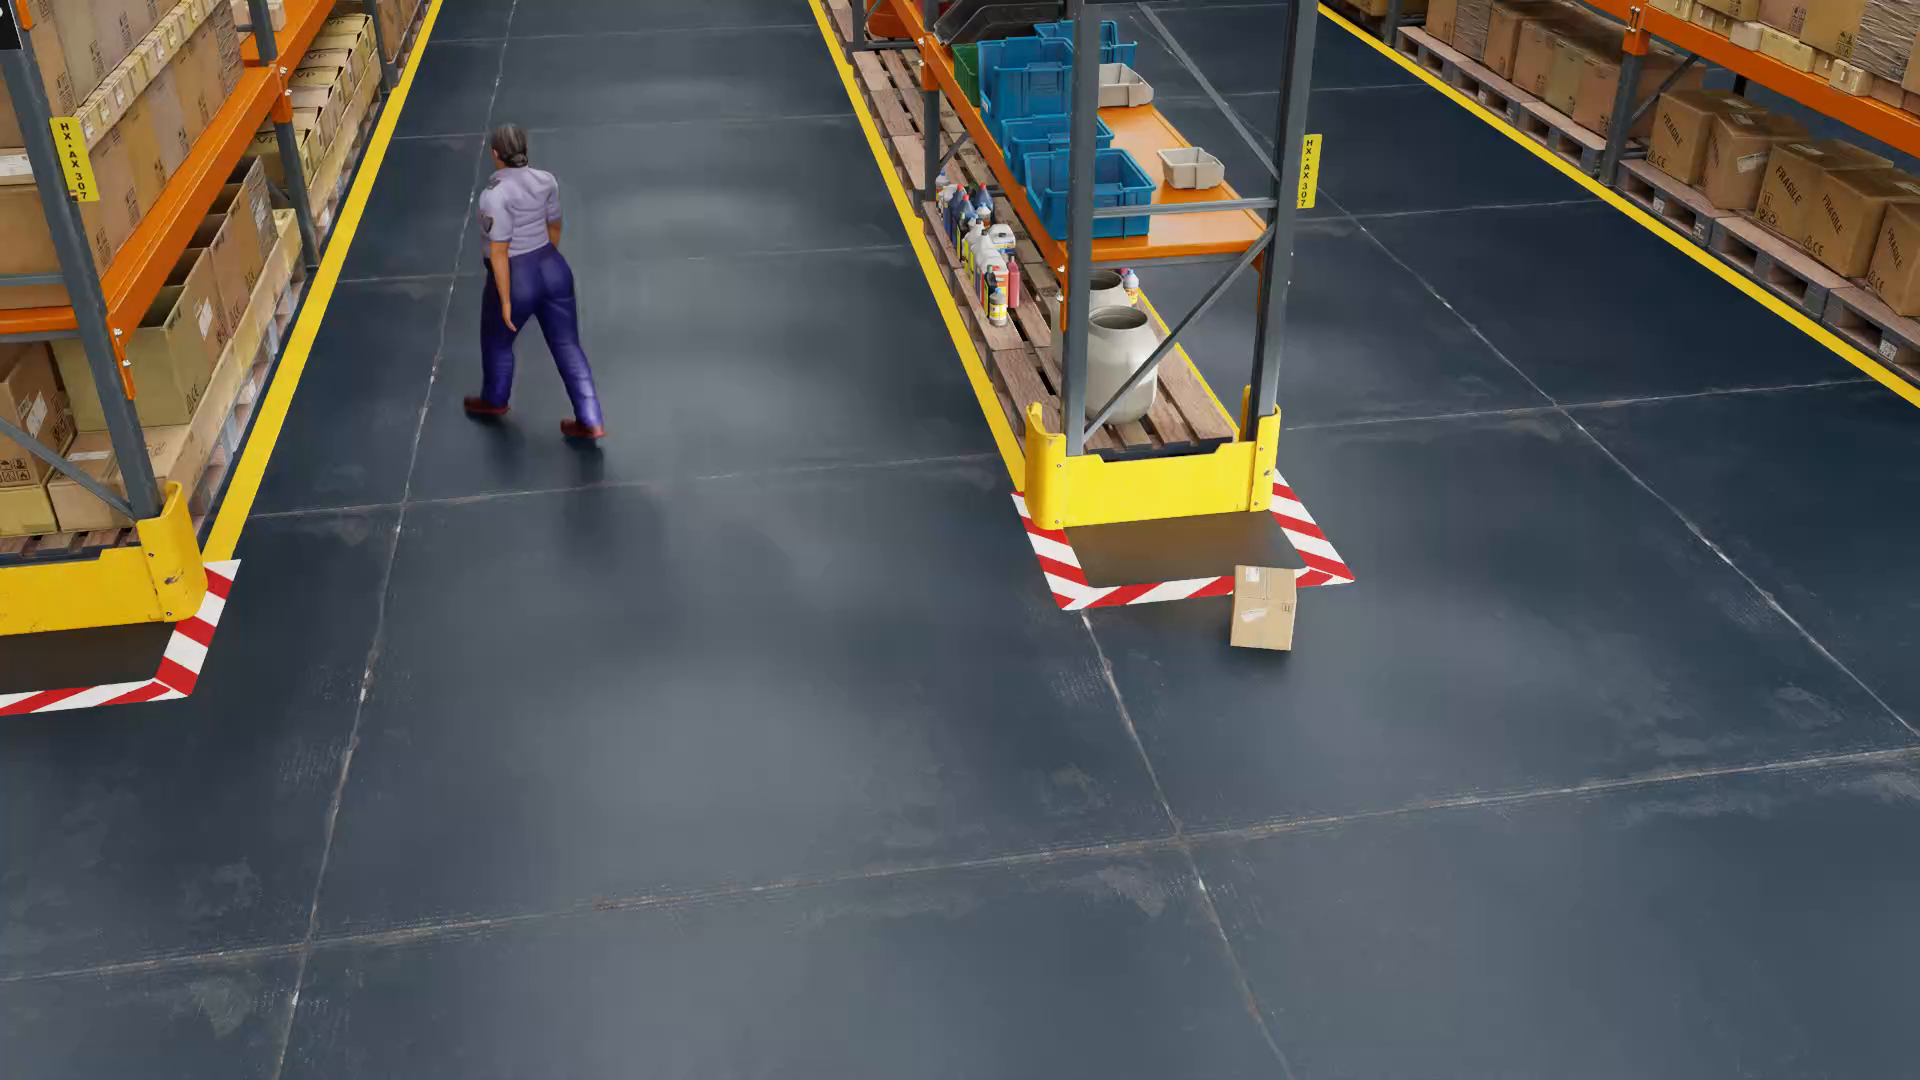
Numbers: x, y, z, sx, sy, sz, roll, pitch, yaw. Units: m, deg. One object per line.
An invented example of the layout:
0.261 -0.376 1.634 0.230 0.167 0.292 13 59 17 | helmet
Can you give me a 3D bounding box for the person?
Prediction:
-2.200 -1.318 8.334 0.936 1.601 0.503 25 39 35 | person
